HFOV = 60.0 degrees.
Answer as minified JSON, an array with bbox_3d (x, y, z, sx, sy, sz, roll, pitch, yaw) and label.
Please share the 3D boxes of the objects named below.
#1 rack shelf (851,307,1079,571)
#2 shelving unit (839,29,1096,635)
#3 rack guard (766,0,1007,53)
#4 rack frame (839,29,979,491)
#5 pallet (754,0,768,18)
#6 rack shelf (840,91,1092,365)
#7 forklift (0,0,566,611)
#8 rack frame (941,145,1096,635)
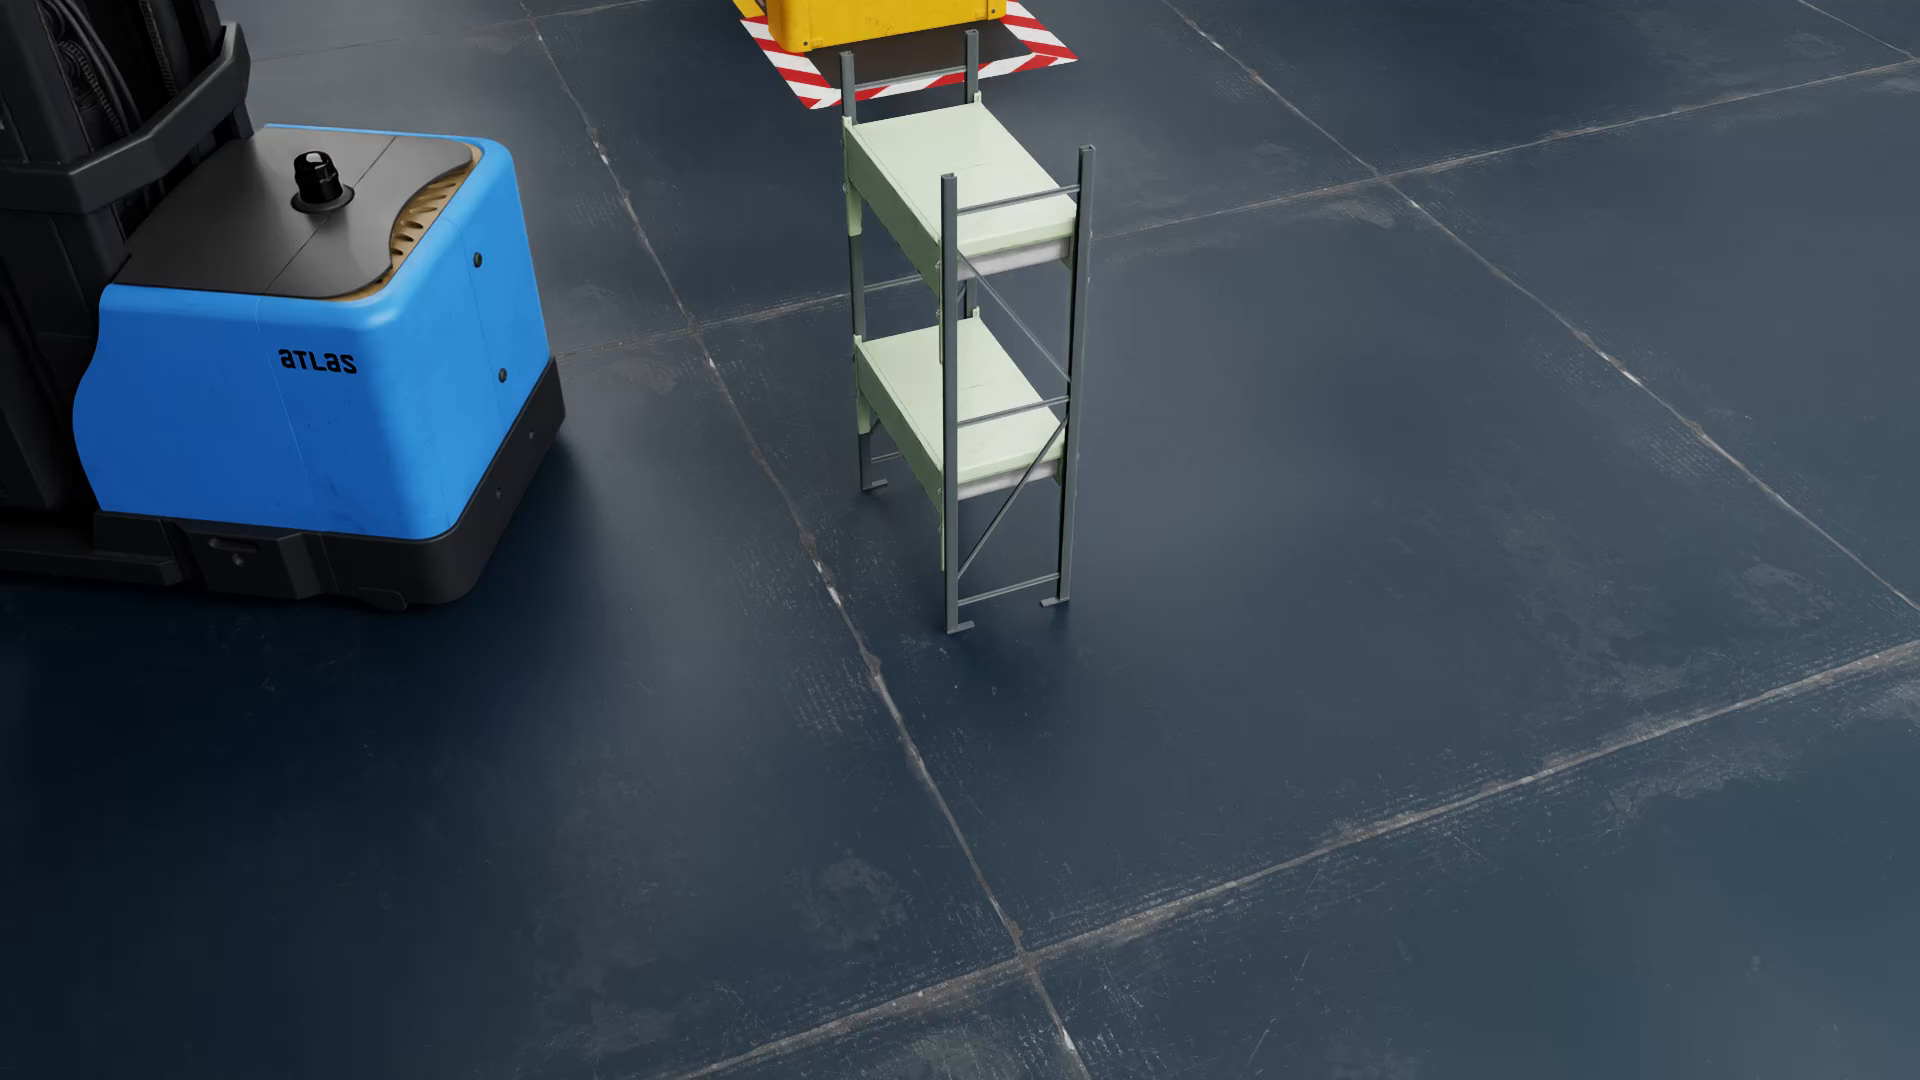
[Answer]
[{"bbox_3d":[0.003,-0.317,4.969,0.431,0.370,0.720,-15,43,-17],"label":"rack shelf"},{"bbox_3d":[0.003,-0.565,4.756,0.431,1.500,0.755,-15,43,-17],"label":"shelving unit"},{"bbox_3d":[-0.354,-2.758,8.074,1.175,0.500,0.348,-15,43,-17],"label":"rack guard"},{"bbox_3d":[-0.137,-0.785,5.013,0.400,1.500,0.023,-15,43,-17],"label":"rack frame"},{"bbox_3d":[-0.694,-3.113,8.708,1.003,0.211,1.213,-15,43,-17],"label":"pallet"},{"bbox_3d":[0.003,-0.861,4.502,0.431,0.370,0.720,-15,43,-17],"label":"rack shelf"},{"bbox_3d":[-2.894,-1.333,4.552,3.031,2.935,1.130,5,41,6],"label":"forklift"},{"bbox_3d":[0.143,-0.344,4.500,0.400,1.500,0.023,-15,43,-17],"label":"rack frame"}]
